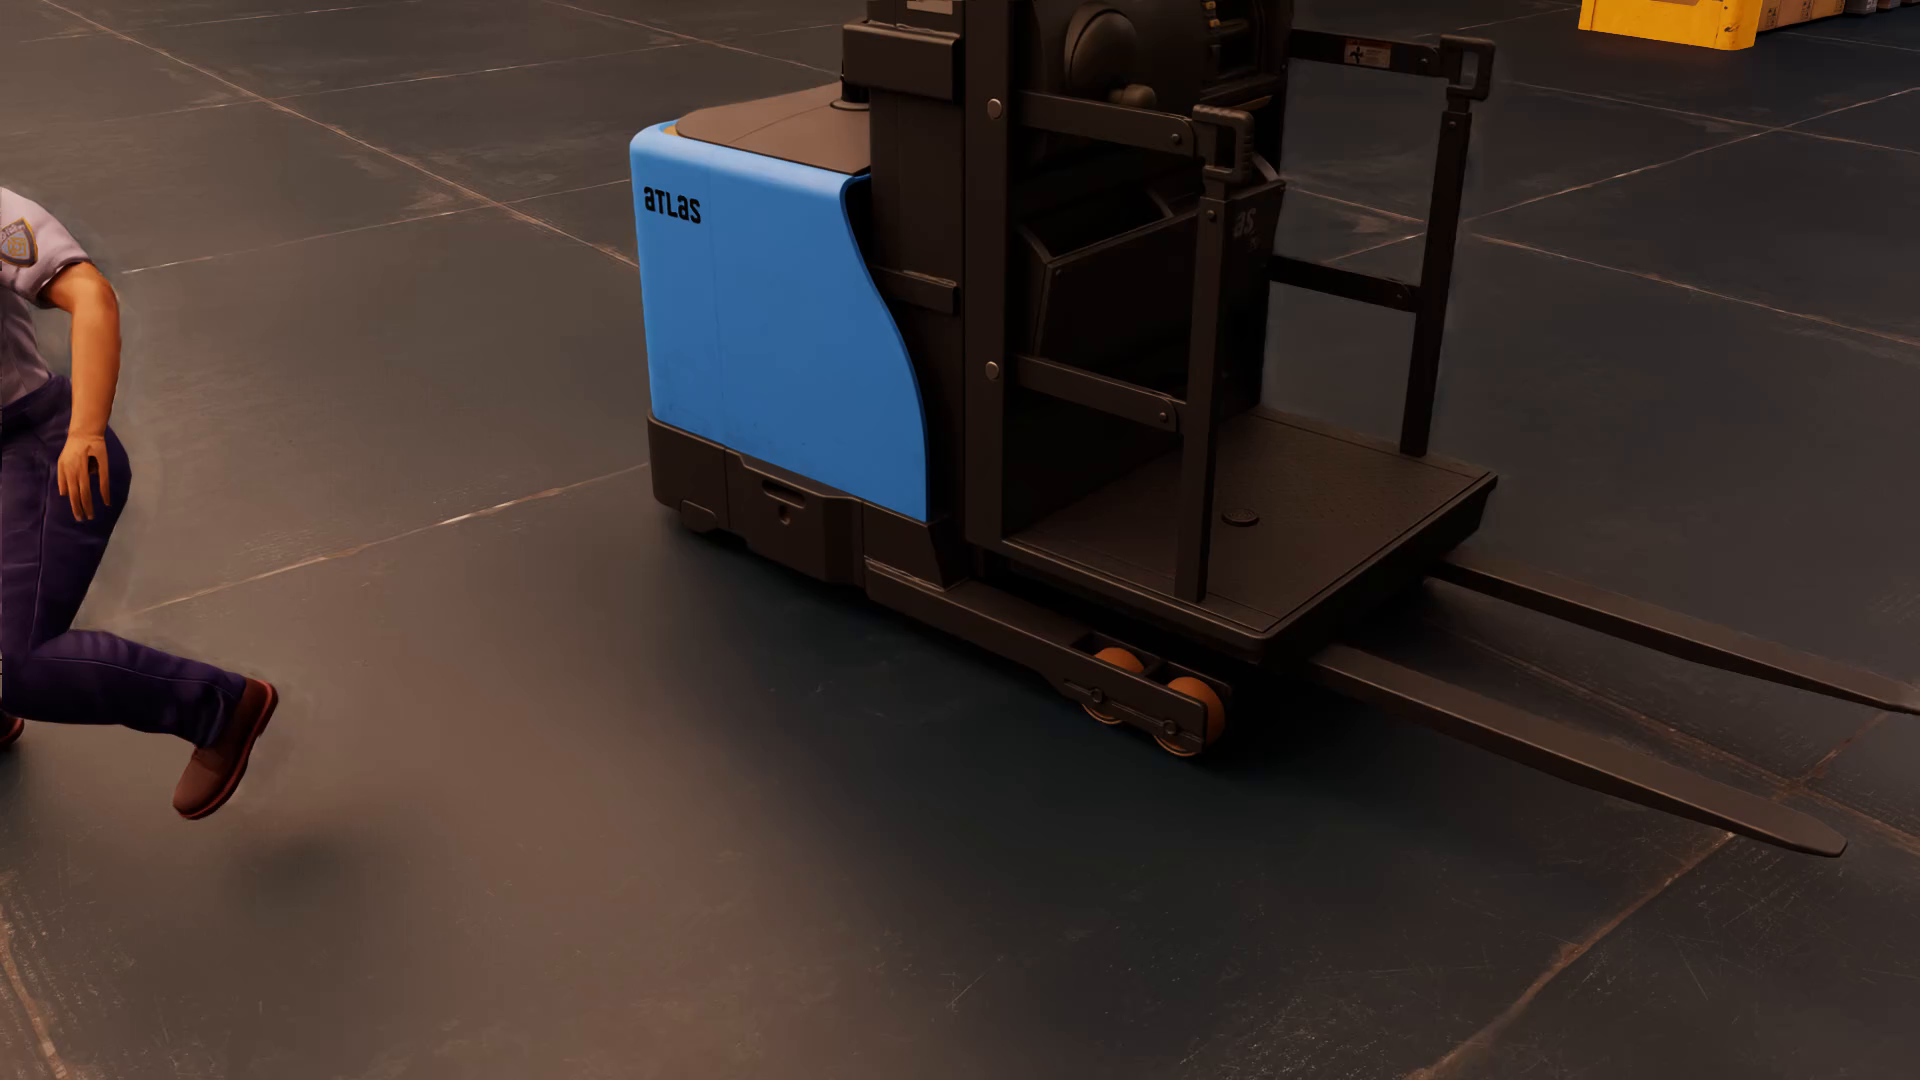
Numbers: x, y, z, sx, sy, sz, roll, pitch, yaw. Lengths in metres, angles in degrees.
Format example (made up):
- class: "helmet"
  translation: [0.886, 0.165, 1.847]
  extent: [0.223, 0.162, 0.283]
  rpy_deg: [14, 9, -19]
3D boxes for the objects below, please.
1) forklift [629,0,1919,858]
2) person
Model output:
- class: "forklift"
  translation: [0.598, -1.114, 3.449]
  extent: [3.031, 2.935, 1.130]
  rpy_deg: [21, 33, 36]
- class: "person"
  translation: [-1.920, -0.142, 3.167]
  extent: [1.049, 1.542, 0.463]
  rpy_deg: [16, 30, 28]
